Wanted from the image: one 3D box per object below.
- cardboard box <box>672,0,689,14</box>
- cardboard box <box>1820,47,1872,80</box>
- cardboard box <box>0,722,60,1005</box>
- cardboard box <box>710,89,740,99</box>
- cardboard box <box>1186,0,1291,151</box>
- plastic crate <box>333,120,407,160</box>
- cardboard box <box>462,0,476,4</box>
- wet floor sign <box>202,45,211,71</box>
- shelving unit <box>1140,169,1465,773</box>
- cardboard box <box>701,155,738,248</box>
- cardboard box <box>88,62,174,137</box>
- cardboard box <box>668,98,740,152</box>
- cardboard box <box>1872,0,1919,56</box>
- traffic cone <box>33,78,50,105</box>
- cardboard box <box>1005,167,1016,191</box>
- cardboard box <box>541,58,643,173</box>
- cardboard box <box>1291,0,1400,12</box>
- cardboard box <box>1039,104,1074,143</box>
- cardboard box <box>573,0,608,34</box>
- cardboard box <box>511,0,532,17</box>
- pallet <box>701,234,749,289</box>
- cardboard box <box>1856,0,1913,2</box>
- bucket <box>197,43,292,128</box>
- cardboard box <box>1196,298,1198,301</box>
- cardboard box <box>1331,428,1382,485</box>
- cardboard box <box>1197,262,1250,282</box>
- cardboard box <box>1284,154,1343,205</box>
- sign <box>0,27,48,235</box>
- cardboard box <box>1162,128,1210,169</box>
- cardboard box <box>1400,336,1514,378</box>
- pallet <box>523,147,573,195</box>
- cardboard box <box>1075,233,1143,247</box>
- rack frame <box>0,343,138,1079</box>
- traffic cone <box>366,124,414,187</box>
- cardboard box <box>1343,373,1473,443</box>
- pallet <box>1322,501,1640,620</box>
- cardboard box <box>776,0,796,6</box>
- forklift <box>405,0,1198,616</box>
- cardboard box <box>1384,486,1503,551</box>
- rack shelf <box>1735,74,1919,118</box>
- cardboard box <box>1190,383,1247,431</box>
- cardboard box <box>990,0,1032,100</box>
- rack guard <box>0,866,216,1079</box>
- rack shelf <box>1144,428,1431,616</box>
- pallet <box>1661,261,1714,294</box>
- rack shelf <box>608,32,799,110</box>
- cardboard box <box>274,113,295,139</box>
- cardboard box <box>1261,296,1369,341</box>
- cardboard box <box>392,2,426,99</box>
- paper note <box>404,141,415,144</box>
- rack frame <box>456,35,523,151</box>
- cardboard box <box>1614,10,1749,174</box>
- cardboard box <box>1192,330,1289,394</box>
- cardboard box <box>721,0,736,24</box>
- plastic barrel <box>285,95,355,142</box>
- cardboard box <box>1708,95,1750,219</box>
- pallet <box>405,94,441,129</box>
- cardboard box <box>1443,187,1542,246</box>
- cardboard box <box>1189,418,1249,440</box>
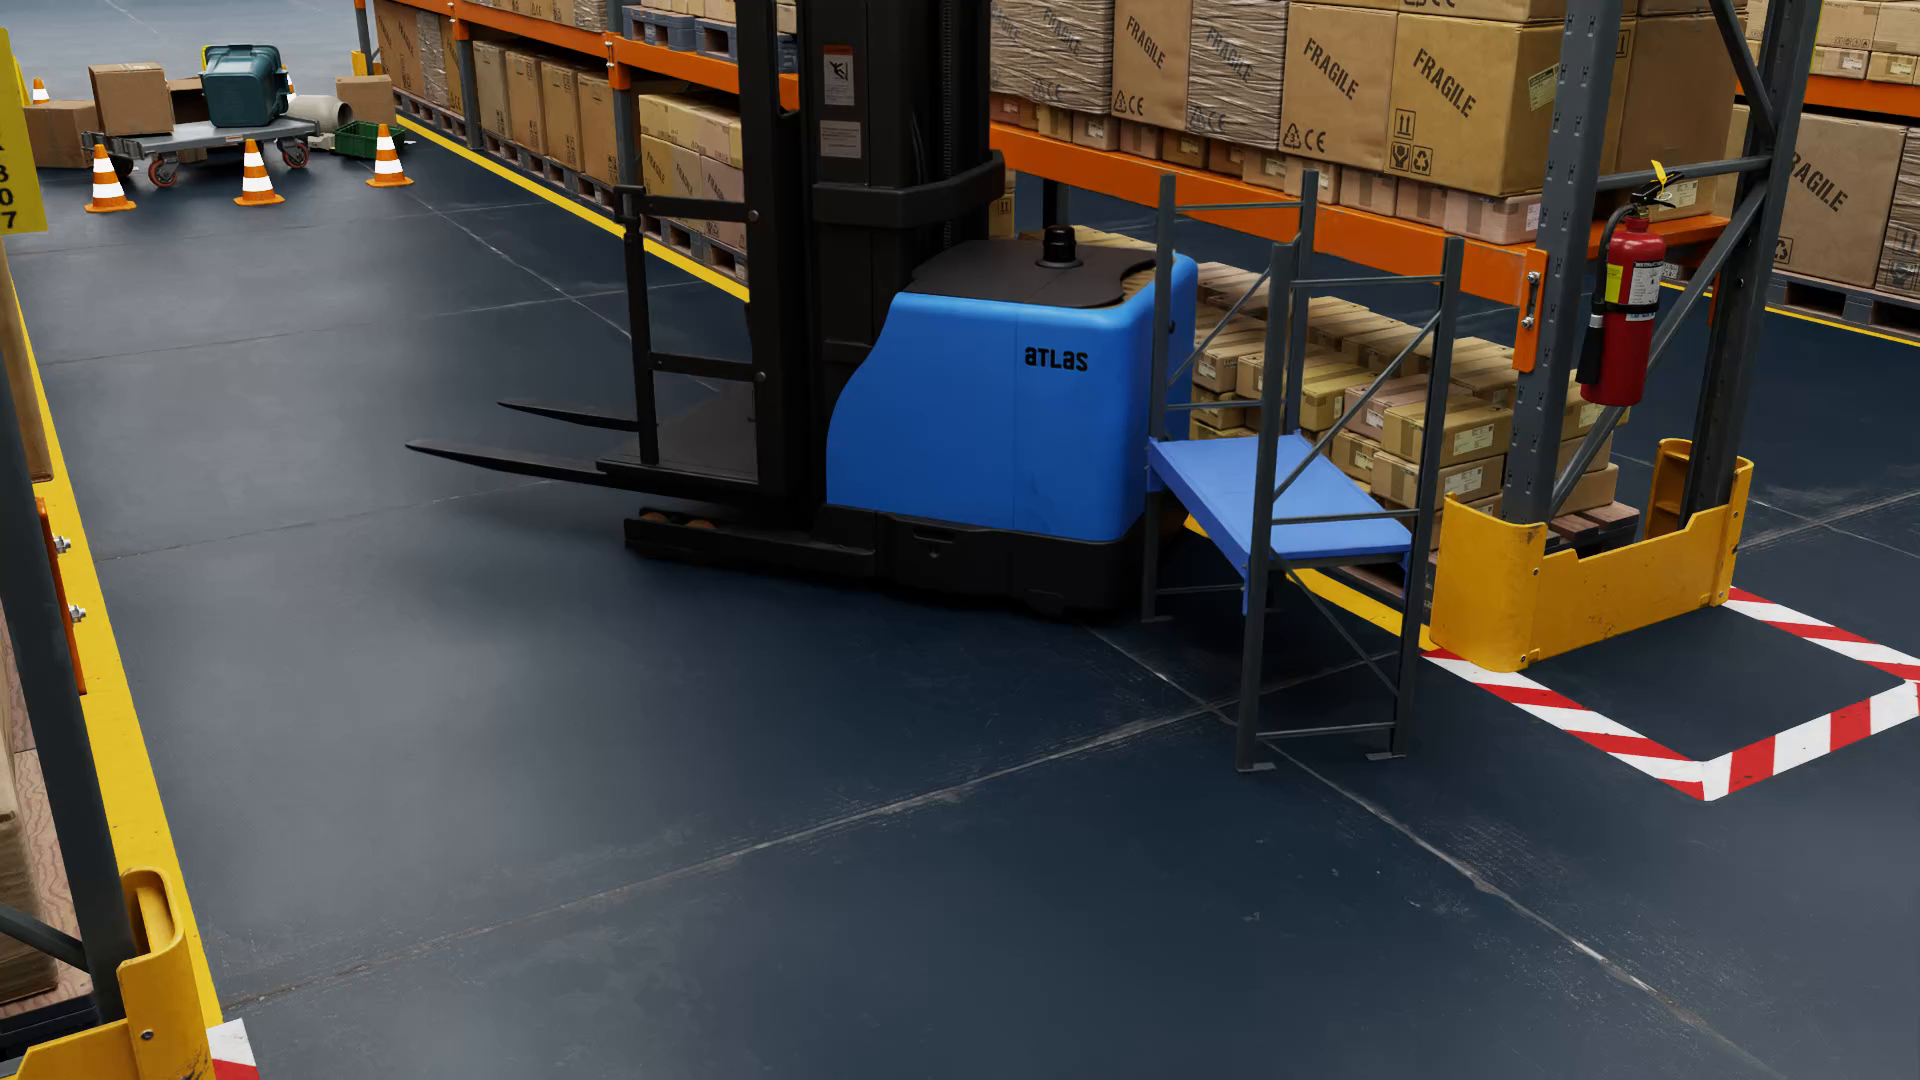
[{"bbox_3d":[-1.599,-3.411,10.497,0.380,0.149,0.250,-11,25,-26],"label":"cardboard box"},{"bbox_3d":[4.957,-2.622,9.112,0.380,0.149,0.250,-12,25,-28],"label":"cardboard box"},{"bbox_3d":[-2.470,0.681,3.496,0.875,0.438,0.875,-14,26,-30],"label":"cardboard box"},{"bbox_3d":[-1.355,-2.904,11.239,0.500,0.250,0.500,-13,26,-29],"label":"cardboard box"},{"bbox_3d":[1.180,-1.711,6.011,0.500,0.500,0.500,-13,25,-28],"label":"cardboard box"},{"bbox_3d":[-5.188,-3.514,14.632,0.450,0.188,0.662,9,22,-4],"label":"plastic crate"},{"bbox_3d":[-3.936,-4.810,14.029,0.500,0.500,0.500,-12,25,-28],"label":"cardboard box"},{"bbox_3d":[-7.733,-4.819,17.309,0.267,0.644,0.232,-18,28,-37],"label":"wet floor sign"},{"bbox_3d":[0.945,-0.246,4.926,0.538,1.500,1.048,-4,22,-9],"label":"shelving unit"},{"bbox_3d":[-1.262,-2.122,10.311,0.500,0.500,0.500,-13,26,-30],"label":"cardboard box"},{"bbox_3d":[-6.662,-3.546,13.366,0.500,0.500,0.500,-13,25,-28],"label":"cardboard box"},{"bbox_3d":[-1.526,-2.641,10.592,0.500,0.250,0.500,-13,25,-29],"label":"cardboard box"},{"bbox_3d":[5.208,-2.694,8.759,0.500,0.250,0.500,-13,25,-28],"label":"cardboard box"},{"bbox_3d":[-8.891,-4.230,16.103,0.336,0.463,0.334,-13,25,-28],"label":"traffic cone"},{"bbox_3d":[-0.037,-2.070,9.187,0.500,0.250,0.500,-14,26,-31],"label":"cardboard box"},{"bbox_3d":[-2.613,-3.340,12.975,1.050,0.750,0.750,-12,25,-27],"label":"cardboard box"},{"bbox_3d":[1.450,-2.013,5.425,0.500,0.500,0.500,-14,26,-30],"label":"cardboard box"},{"bbox_3d":[0.561,-1.796,7.081,0.380,0.149,0.250,-12,25,-27],"label":"cardboard box"},{"bbox_3d":[-2.391,-3.831,11.622,0.500,0.500,0.500,-13,25,-28],"label":"cardboard box"},{"bbox_3d":[-3.165,-4.320,12.824,0.500,0.500,0.500,-12,25,-27],"label":"cardboard box"},{"bbox_3d":[-0.913,-1.751,10.340,1.003,0.211,1.213,-13,25,-28],"label":"pallet"},{"bbox_3d":[4.969,-3.201,9.010,0.500,0.500,0.500,-14,26,-30],"label":"cardboard box"},{"bbox_3d":[-6.024,-3.774,13.942,0.726,0.611,0.620,-4,32,-10],"label":"bucket"},{"bbox_3d":[0.796,-0.971,7.155,0.380,0.149,0.250,-14,26,-30],"label":"cardboard box"},{"bbox_3d":[1.555,-0.324,5.958,0.380,0.149,0.250,-13,26,-29],"label":"cardboard box"},{"bbox_3d":[1.100,-1.157,7.613,0.380,0.149,0.250,-14,26,-31],"label":"cardboard box"},{"bbox_3d":[1.361,-1.280,5.811,0.380,0.149,0.250,-12,25,-27],"label":"cardboard box"},{"bbox_3d":[-1.567,-0.659,2.694,0.100,0.325,0.005,-13,25,-28],"label":"sign"},{"bbox_3d":[1.016,-1.553,6.482,0.380,0.149,0.250,-12,25,-27],"label":"cardboard box"},{"bbox_3d":[1.919,-0.658,6.385,0.380,0.149,0.250,-13,25,-28],"label":"cardboard box"},{"bbox_3d":[-2.887,-3.063,13.568,1.003,0.211,1.213,-13,25,-28],"label":"pallet"},{"bbox_3d":[0.684,-1.405,8.224,0.380,0.149,0.250,-12,25,-28],"label":"cardboard box"},{"bbox_3d":[-2.050,-0.116,2.613,0.949,2.616,0.053,-13,25,-28],"label":"rack frame"},{"bbox_3d":[-4.586,-3.086,13.289,0.336,0.463,0.334,-13,25,-28],"label":"traffic cone"},{"bbox_3d":[1.590,-0.466,5.912,0.380,0.149,0.250,-12,25,-27],"label":"cardboard box"},{"bbox_3d":[1.733,-0.104,6.287,1.003,0.211,1.213,-13,25,-28],"label":"pallet"},{"bbox_3d":[-0.794,-3.041,9.190,0.380,0.149,0.250,-14,26,-31],"label":"cardboard box"},{"bbox_3d":[-0.697,-1.439,5.959,3.031,2.935,1.130,8,24,20],"label":"forklift"},{"bbox_3d":[1.709,-0.105,5.816,0.380,0.149,0.250,-12,25,-27],"label":"cardboard box"},{"bbox_3d":[5.451,-2.337,9.032,1.077,0.370,4.000,-13,25,-28],"label":"rack shelf"},{"bbox_3d":[1.099,-0.562,6.544,0.380,0.149,0.250,-12,25,-27],"label":"cardboard box"},{"bbox_3d":[0.409,-2.213,7.244,0.500,0.500,0.500,-13,25,-28],"label":"cardboard box"},{"bbox_3d":[-2.035,1.049,3.066,1.175,0.500,0.348,-13,25,-28],"label":"rack guard"},{"bbox_3d":[0.945,-0.080,4.994,0.538,0.185,1.000,-4,22,-9],"label":"rack shelf"},{"bbox_3d":[4.750,-1.764,10.372,1.003,0.211,1.213,-13,25,-28],"label":"pallet"},{"bbox_3d":[-0.908,-2.710,9.951,1.077,0.370,4.000,-13,25,-28],"label":"rack shelf"},{"bbox_3d":[-6.434,-3.921,15.607,0.396,0.266,0.258,-8,23,-19],"label":"cardboard box"},{"bbox_3d":[1.492,-0.908,7.000,0.380,0.149,0.250,-12,25,-27],"label":"cardboard box"},{"bbox_3d":[-5.162,-5.000,16.892,0.875,0.875,0.875,-13,26,-29],"label":"cardboard box"},{"bbox_3d":[-5.095,-3.654,15.260,0.142,0.020,0.147,8,23,18],"label":"paper note"},{"bbox_3d":[-3.973,-4.986,14.594,1.000,3.000,0.127,-13,25,-28],"label":"rack frame"},{"bbox_3d":[2.165,-1.484,5.451,0.500,0.500,0.500,-11,25,-26],"label":"cardboard box"},{"bbox_3d":[1.085,-0.697,6.482,0.380,0.149,0.250,-12,25,-26],"label":"cardboard box"},{"bbox_3d":[-1.196,-3.157,9.870,0.380,0.149,0.250,-12,25,-28],"label":"cardboard box"},{"bbox_3d":[-5.871,-3.865,15.257,0.512,0.421,0.421,4,22,9],"label":"plastic barrel"},{"bbox_3d":[4.698,-2.299,10.247,0.875,0.875,0.875,-13,25,-28],"label":"cardboard box"},{"bbox_3d":[-4.921,-4.351,16.735,1.003,0.211,1.213,-13,25,-28],"label":"pallet"},{"bbox_3d":[1.747,-1.036,5.211,0.380,0.149,0.250,-13,25,-28],"label":"cardboard box"},{"bbox_3d":[1.108,-0.419,6.588,0.380,0.149,0.250,-14,26,-31],"label":"cardboard box"}]
